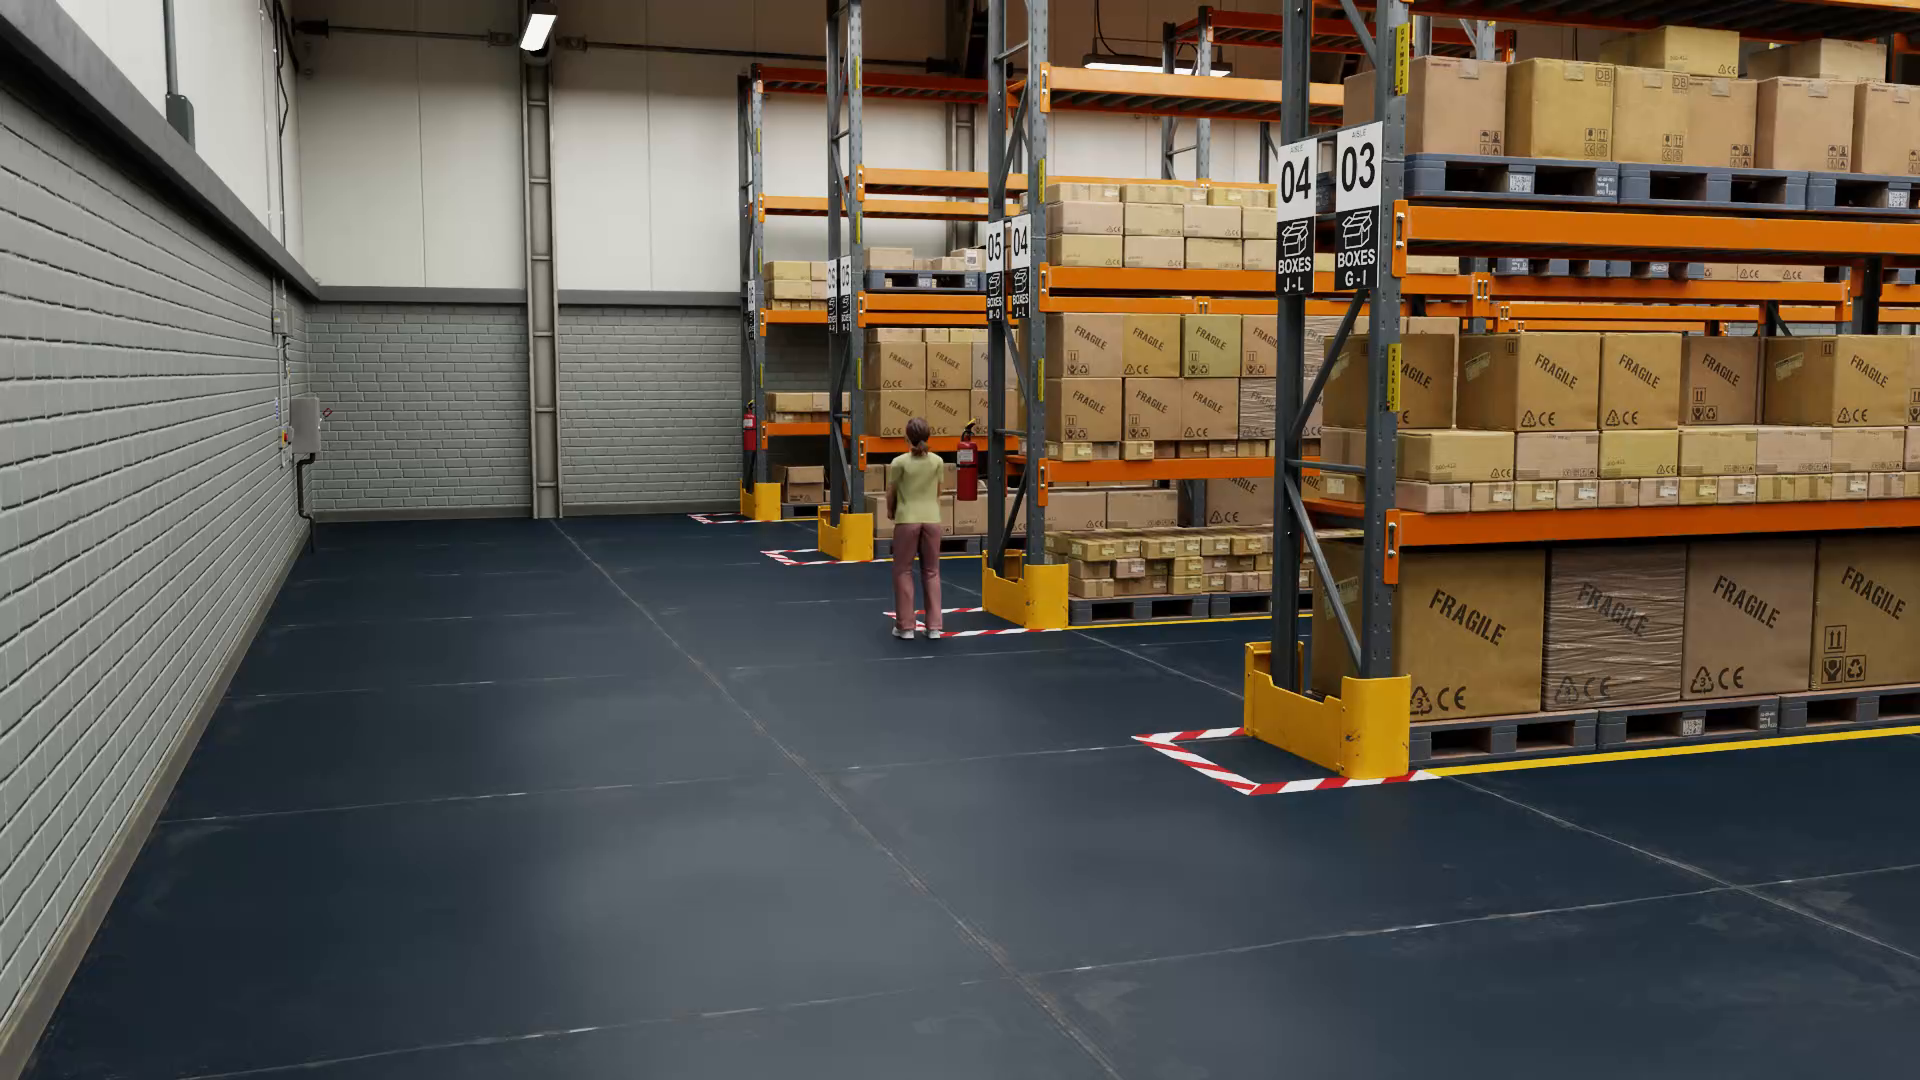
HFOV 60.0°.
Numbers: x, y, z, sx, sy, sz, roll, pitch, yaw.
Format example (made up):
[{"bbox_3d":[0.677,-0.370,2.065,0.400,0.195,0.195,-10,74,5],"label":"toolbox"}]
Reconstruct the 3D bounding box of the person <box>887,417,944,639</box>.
[{"bbox_3d":[-0.346,-0.095,12.486,0.433,1.666,0.549,-2,6,-18],"label":"person"}]
